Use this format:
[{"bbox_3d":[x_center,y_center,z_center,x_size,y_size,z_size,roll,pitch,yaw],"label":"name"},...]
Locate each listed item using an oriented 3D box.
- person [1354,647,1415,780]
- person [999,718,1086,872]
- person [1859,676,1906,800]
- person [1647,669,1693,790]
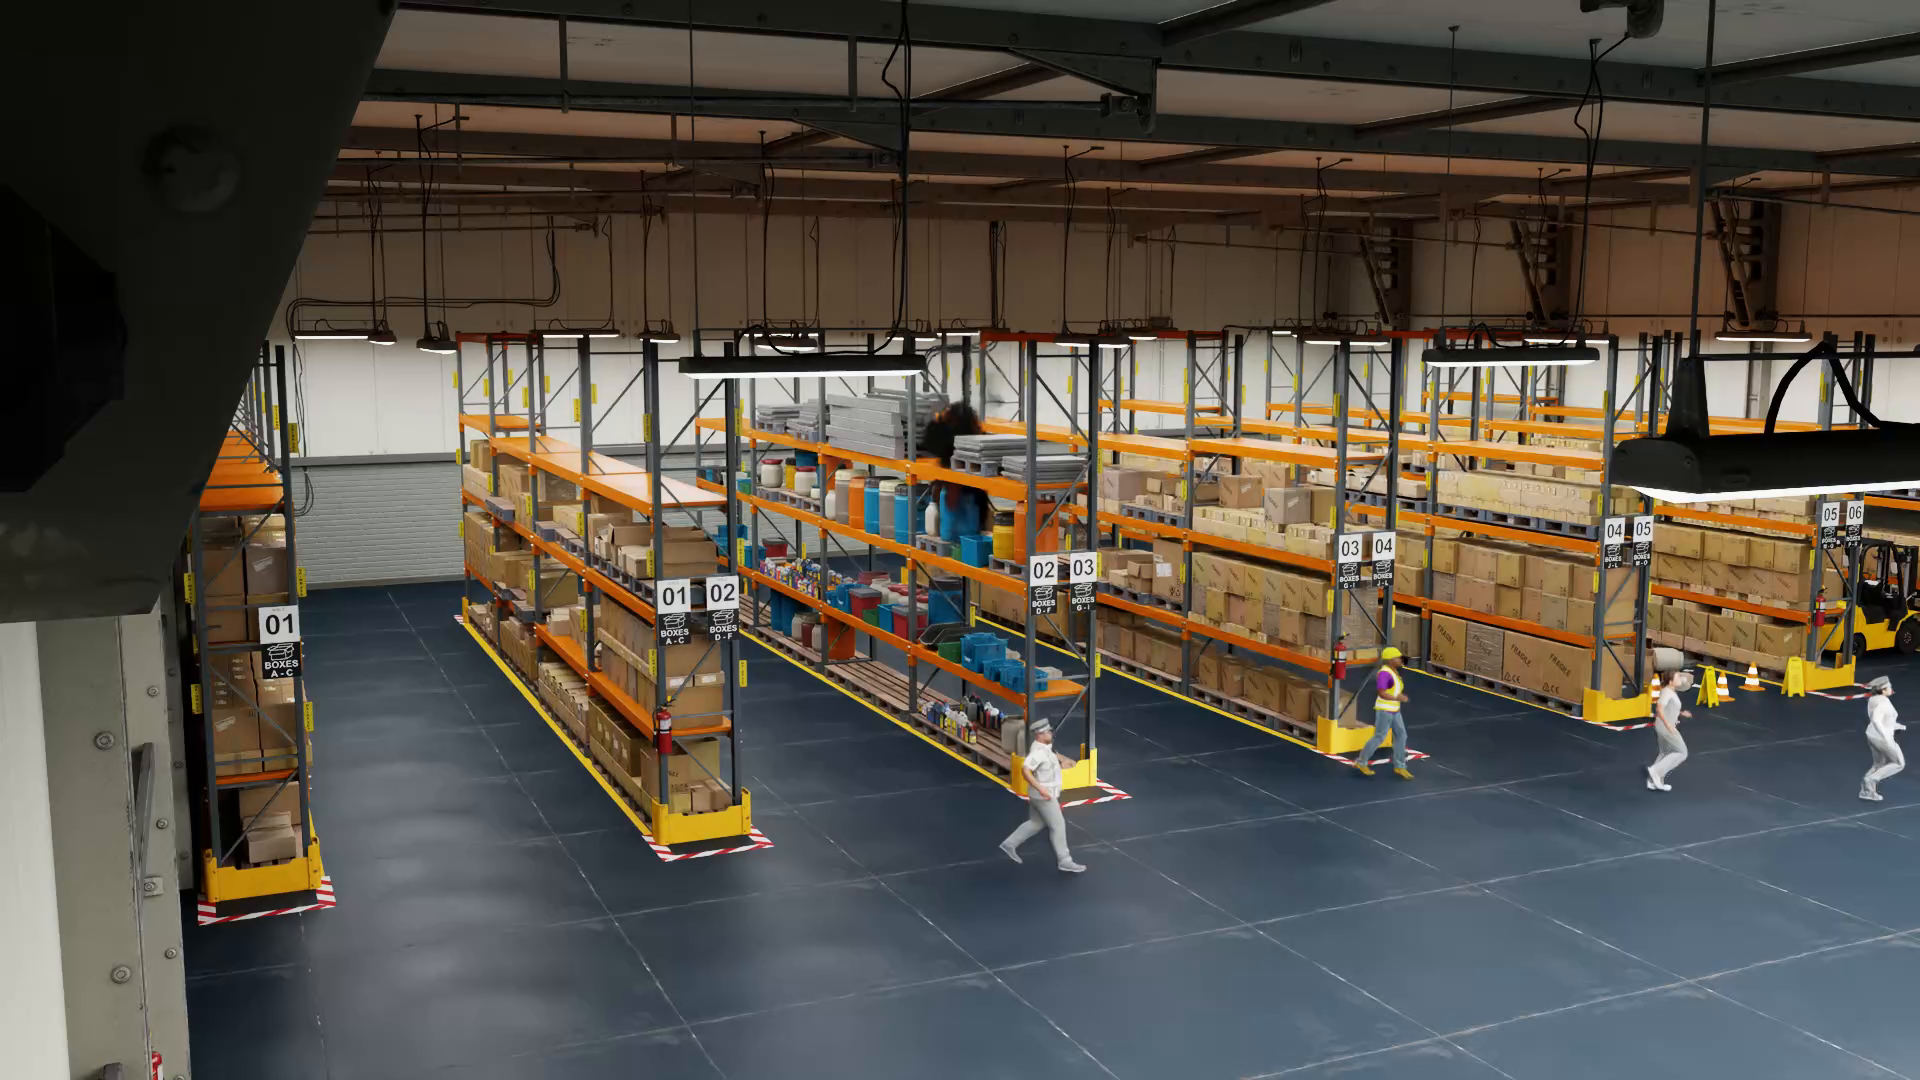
[{"bbox_3d":[5.902,2.376,22.896,0.792,1.814,0.729,4,9,27],"label":"person"},{"bbox_3d":[0.943,2.891,18.920,0.991,1.766,0.663,0,8,-2],"label":"person"},{"bbox_3d":[12.078,2.590,21.714,0.548,1.652,0.600,1,8,6],"label":"person"},{"bbox_3d":[9.505,2.534,22.232,0.558,1.637,0.551,2,8,13],"label":"person"}]
